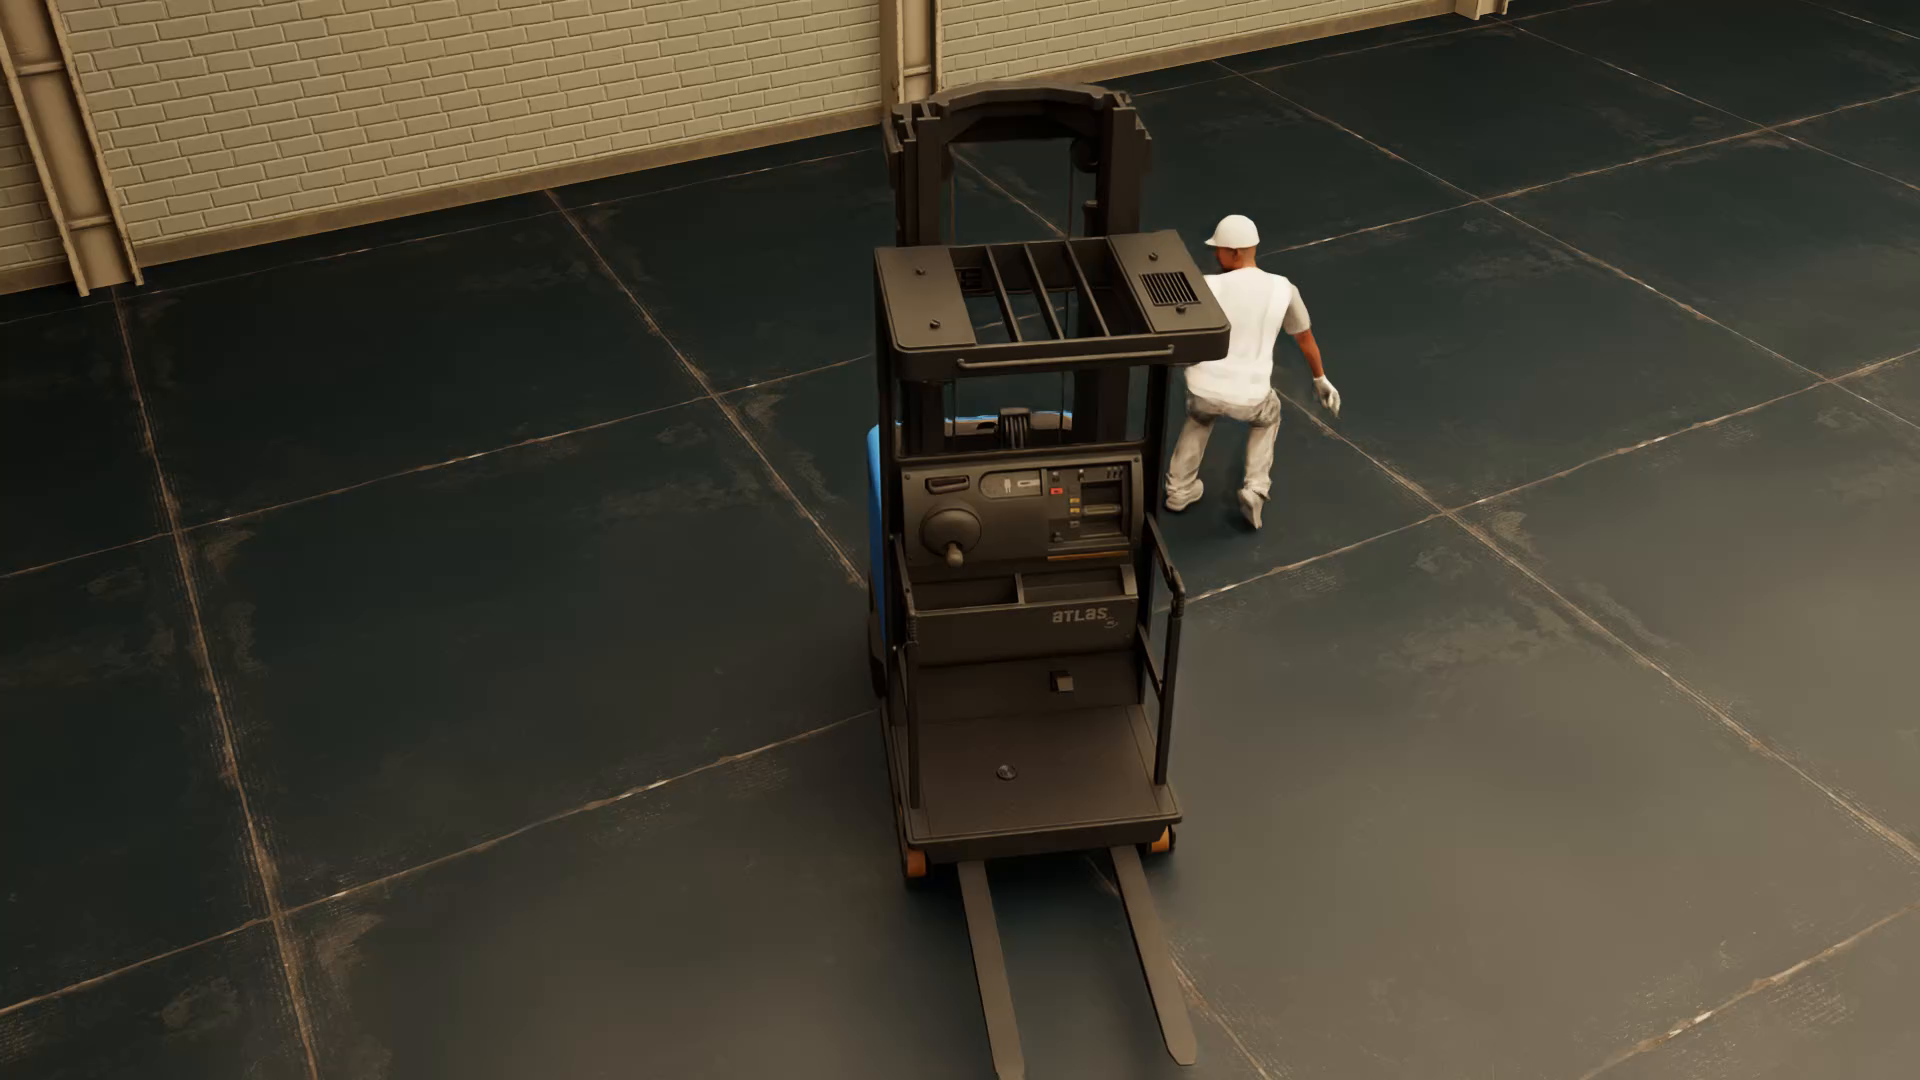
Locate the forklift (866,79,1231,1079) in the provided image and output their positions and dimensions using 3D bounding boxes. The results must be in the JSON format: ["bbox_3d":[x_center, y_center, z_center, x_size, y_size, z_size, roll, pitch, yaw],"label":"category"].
[{"bbox_3d":[0.274,-0.051,6.195,1.130,2.935,3.031,-5,36,-6],"label":"forklift"}]

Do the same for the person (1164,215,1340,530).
[{"bbox_3d":[1.433,-0.820,8.490,1.015,1.625,0.540,7,36,9],"label":"person"}]
